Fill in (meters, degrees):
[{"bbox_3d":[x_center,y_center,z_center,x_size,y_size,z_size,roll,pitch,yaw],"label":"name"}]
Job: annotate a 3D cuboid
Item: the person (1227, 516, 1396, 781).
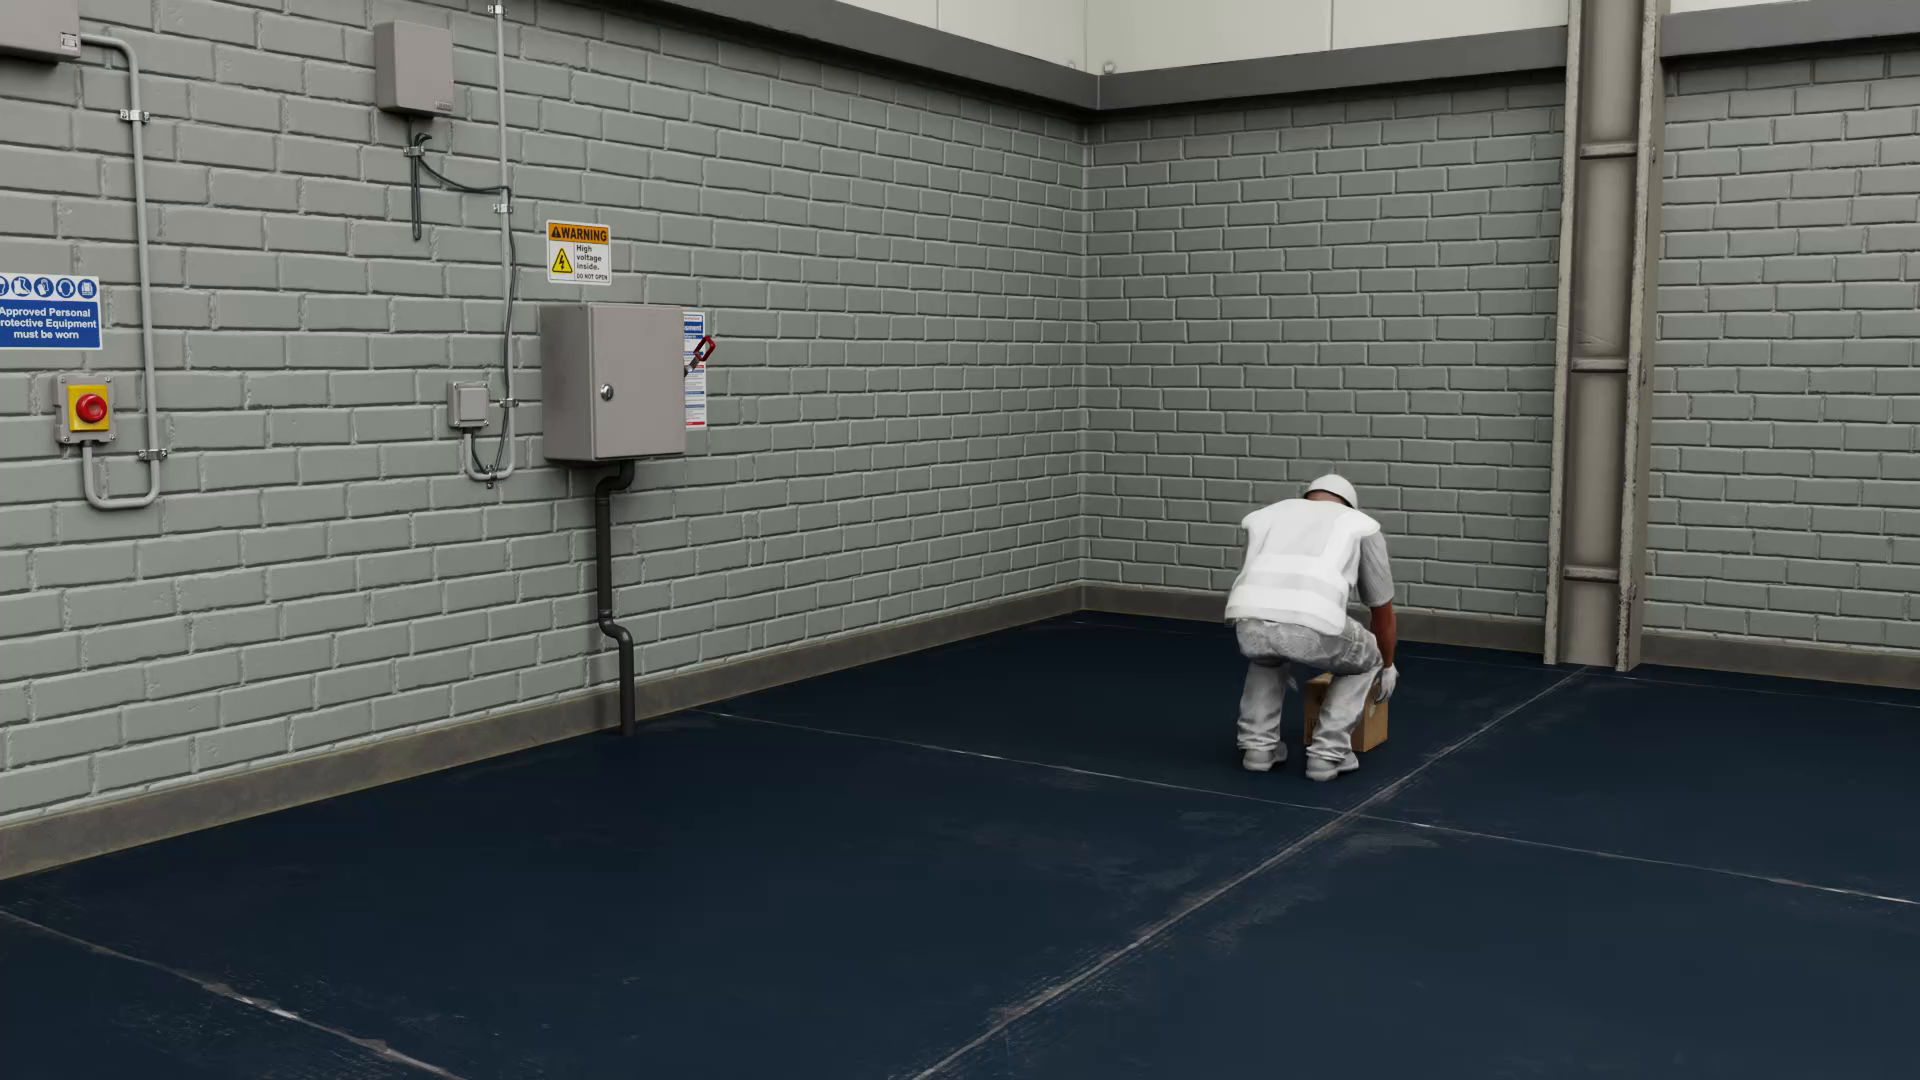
[{"bbox_3d":[1.299,0.386,6.214,0.576,0.896,0.909,4,7,34],"label":"person"}]
